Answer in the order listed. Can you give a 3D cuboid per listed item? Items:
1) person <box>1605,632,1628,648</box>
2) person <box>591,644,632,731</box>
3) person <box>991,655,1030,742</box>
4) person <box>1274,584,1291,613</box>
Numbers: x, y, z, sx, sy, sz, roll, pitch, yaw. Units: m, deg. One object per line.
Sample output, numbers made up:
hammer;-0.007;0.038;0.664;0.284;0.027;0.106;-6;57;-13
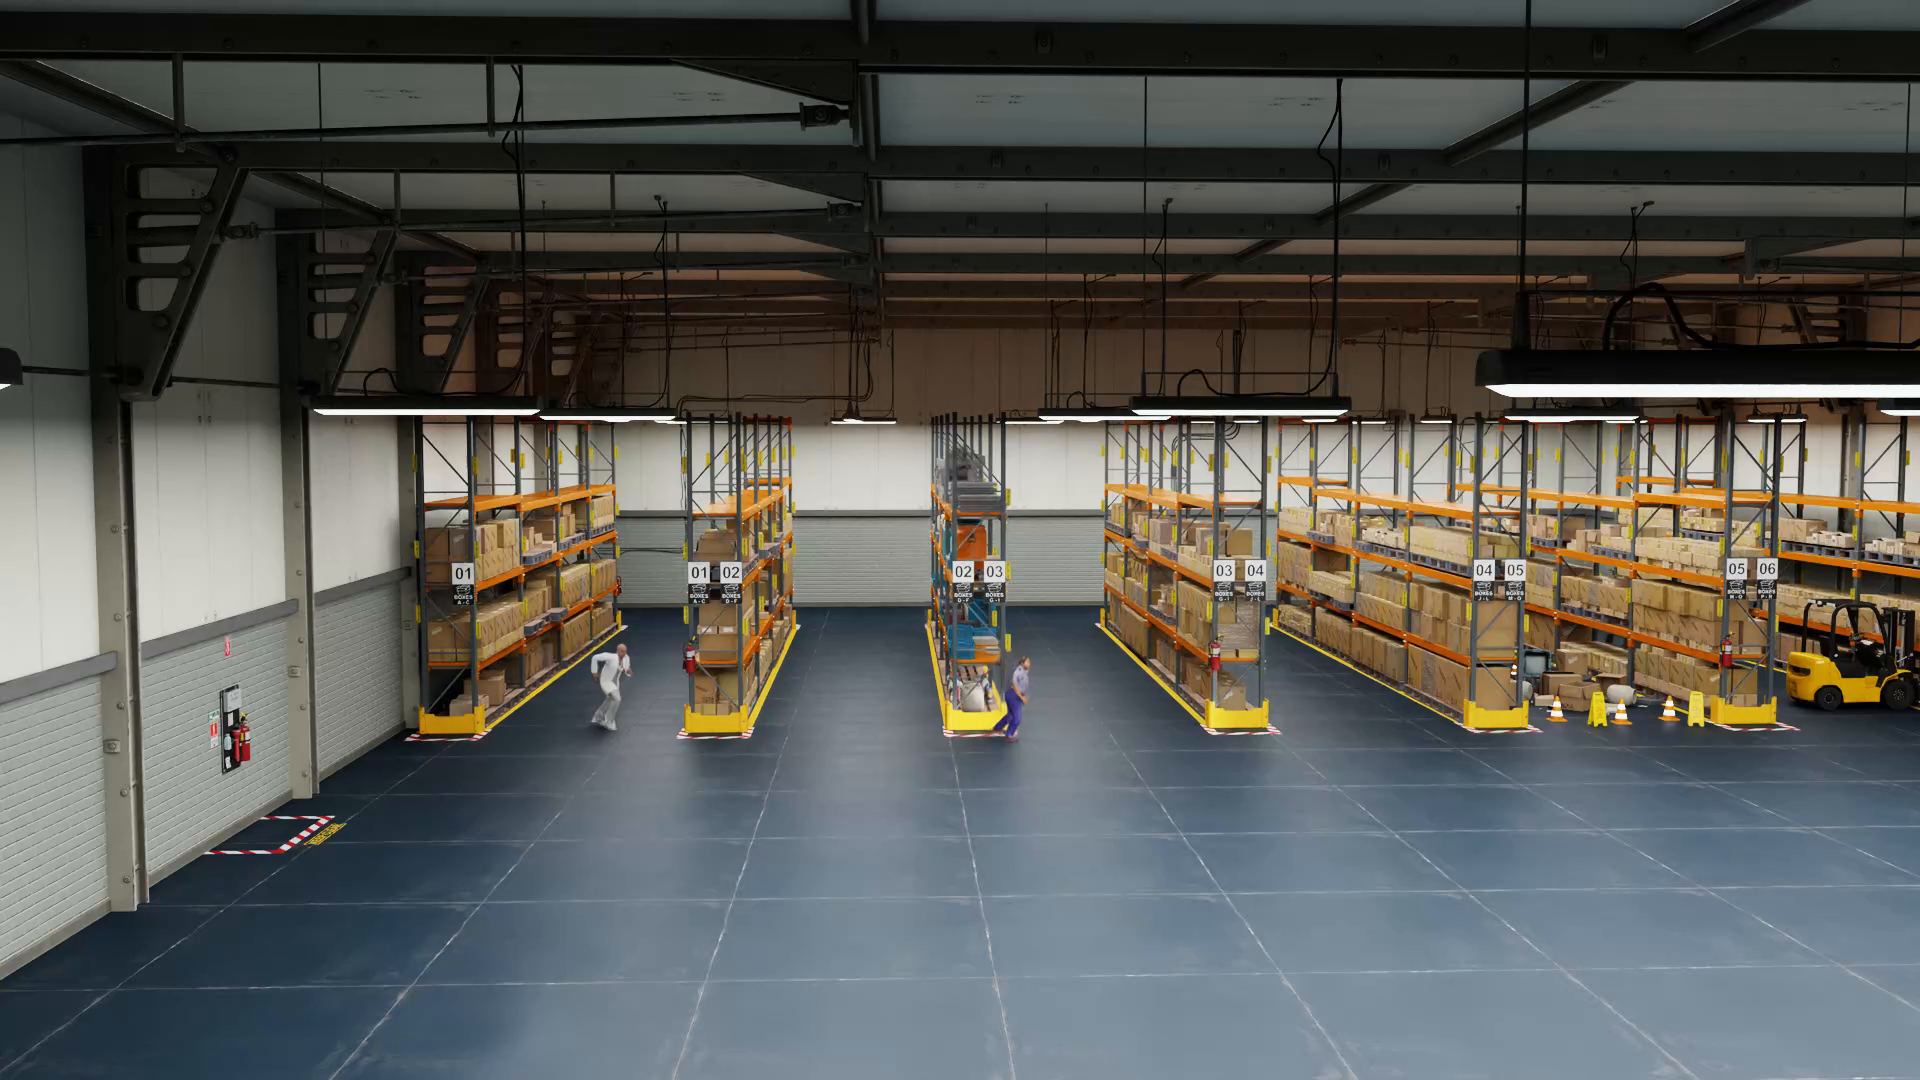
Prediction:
person;16.985;1.924;42.708;0.714;1.826;0.968;-1;4;-9
person;-6.620;2.779;31.411;1.049;1.682;0.746;3;5;36
person;0.937;2.879;30.311;0.701;1.586;0.610;1;4;7
person;9.563;1.567;48.785;0.705;1.733;0.662;0;4;1
